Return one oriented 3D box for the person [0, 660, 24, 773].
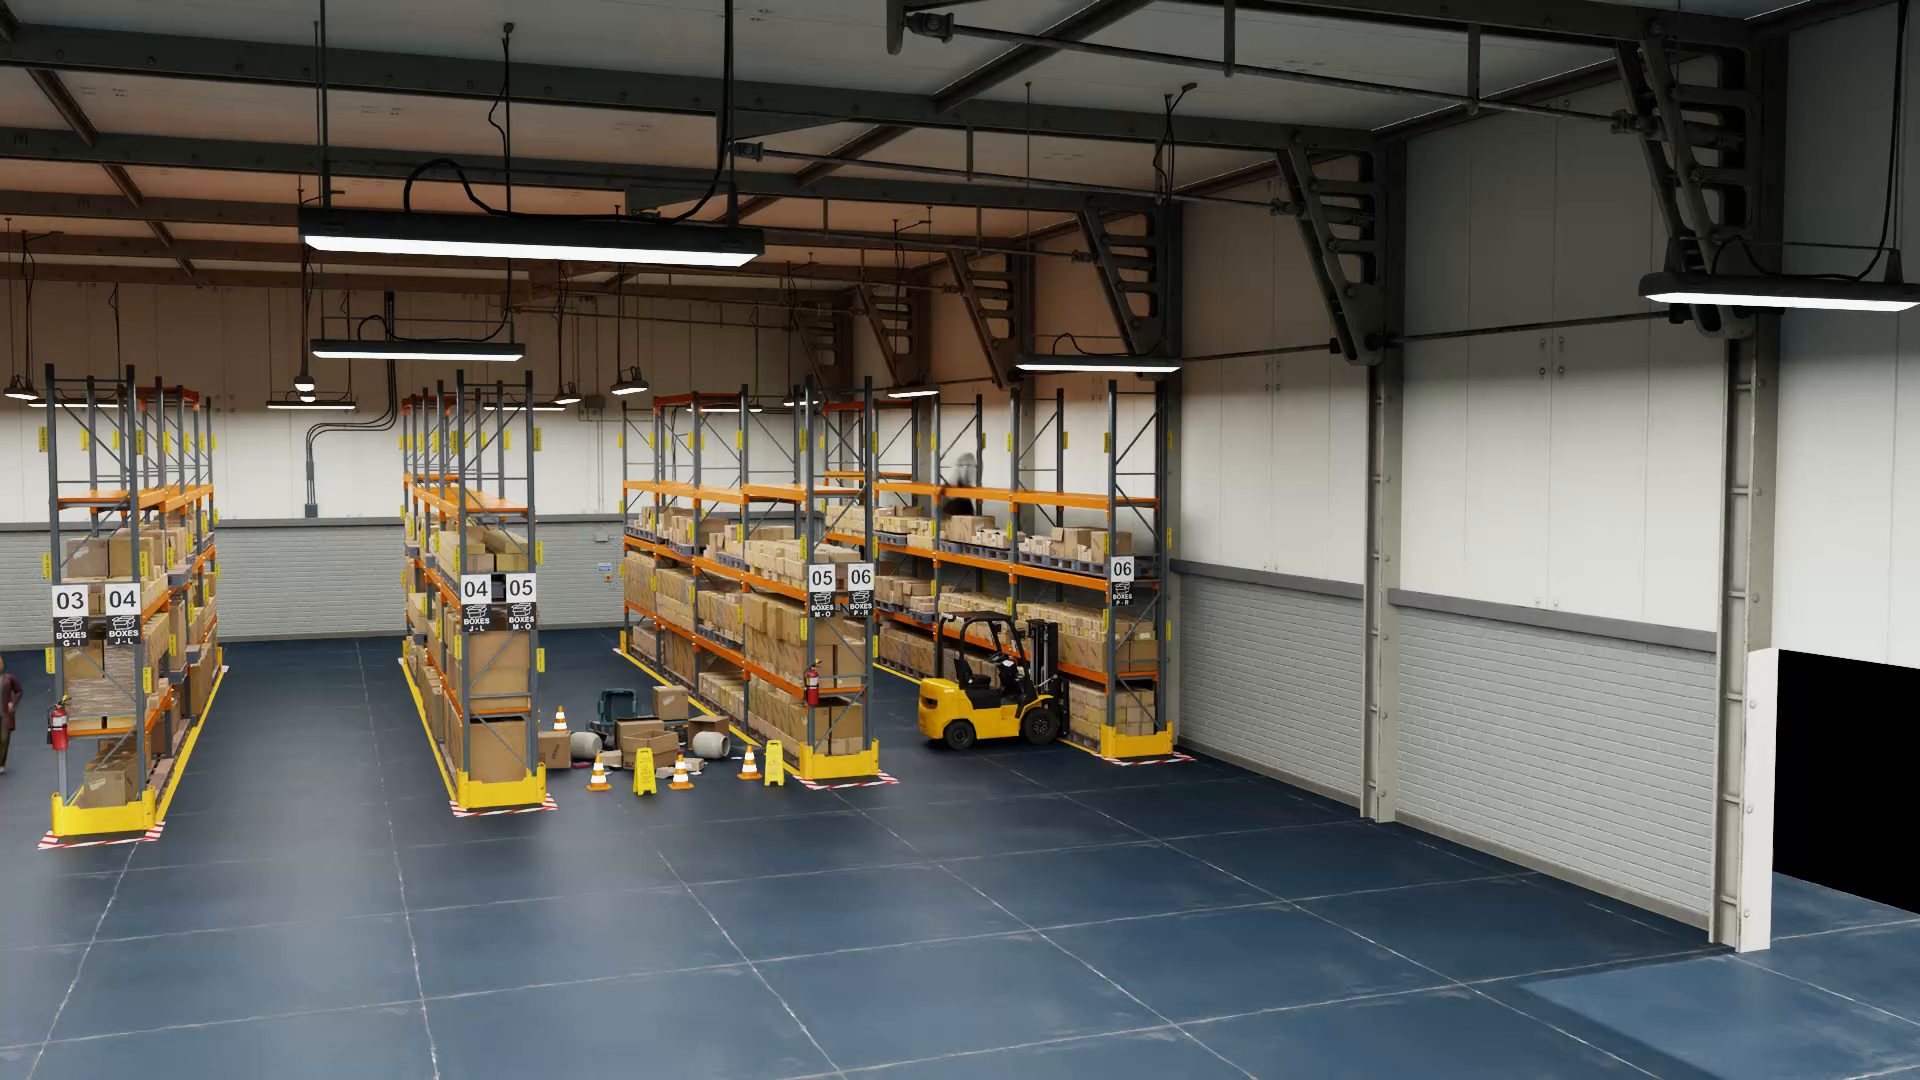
[{"bbox_3d":[-14.651,2.670,25.320,0.709,1.727,0.640,-2,4,-33],"label":"person"}]
